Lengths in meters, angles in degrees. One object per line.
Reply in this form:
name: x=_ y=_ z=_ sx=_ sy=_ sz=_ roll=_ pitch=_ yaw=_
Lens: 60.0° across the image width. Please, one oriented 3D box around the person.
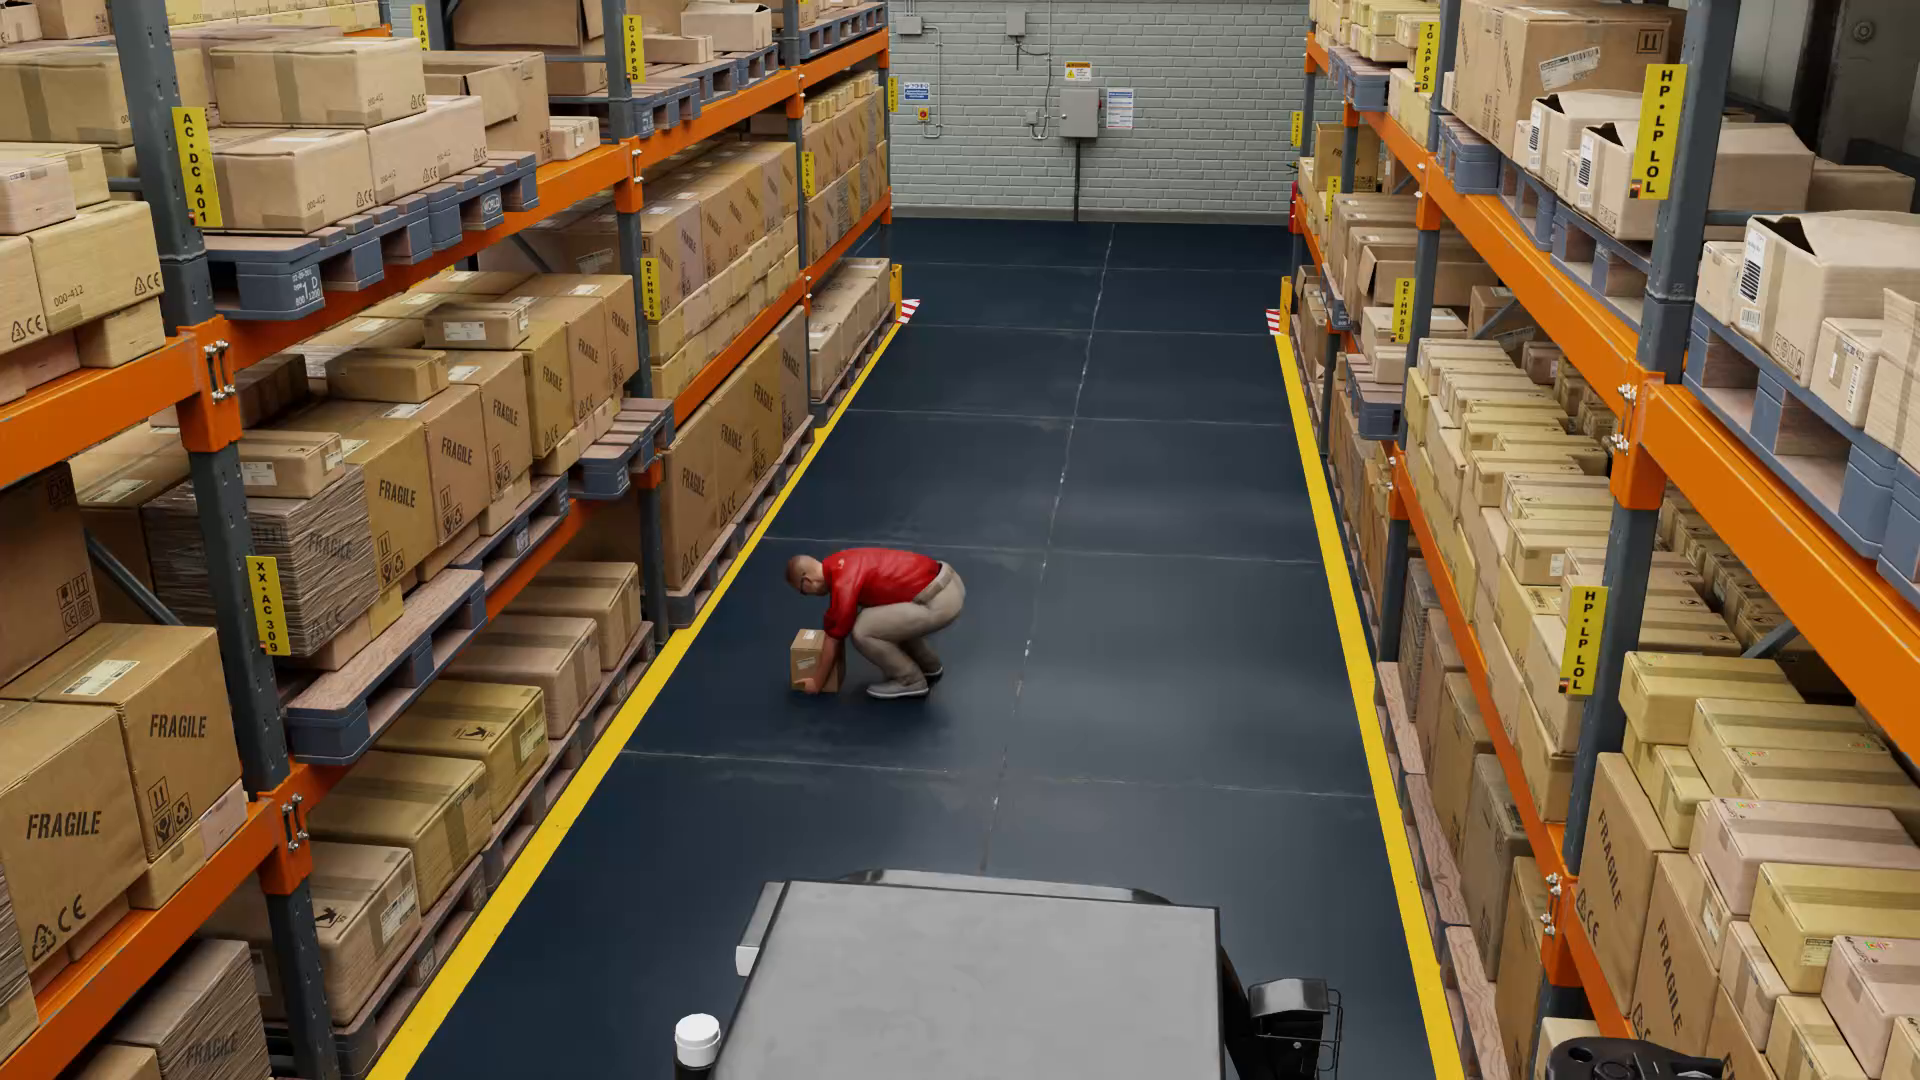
person: x=-0.445 y=0.430 z=8.856 sx=0.940 sy=0.788 sz=0.518 roll=2 pitch=21 yaw=5
